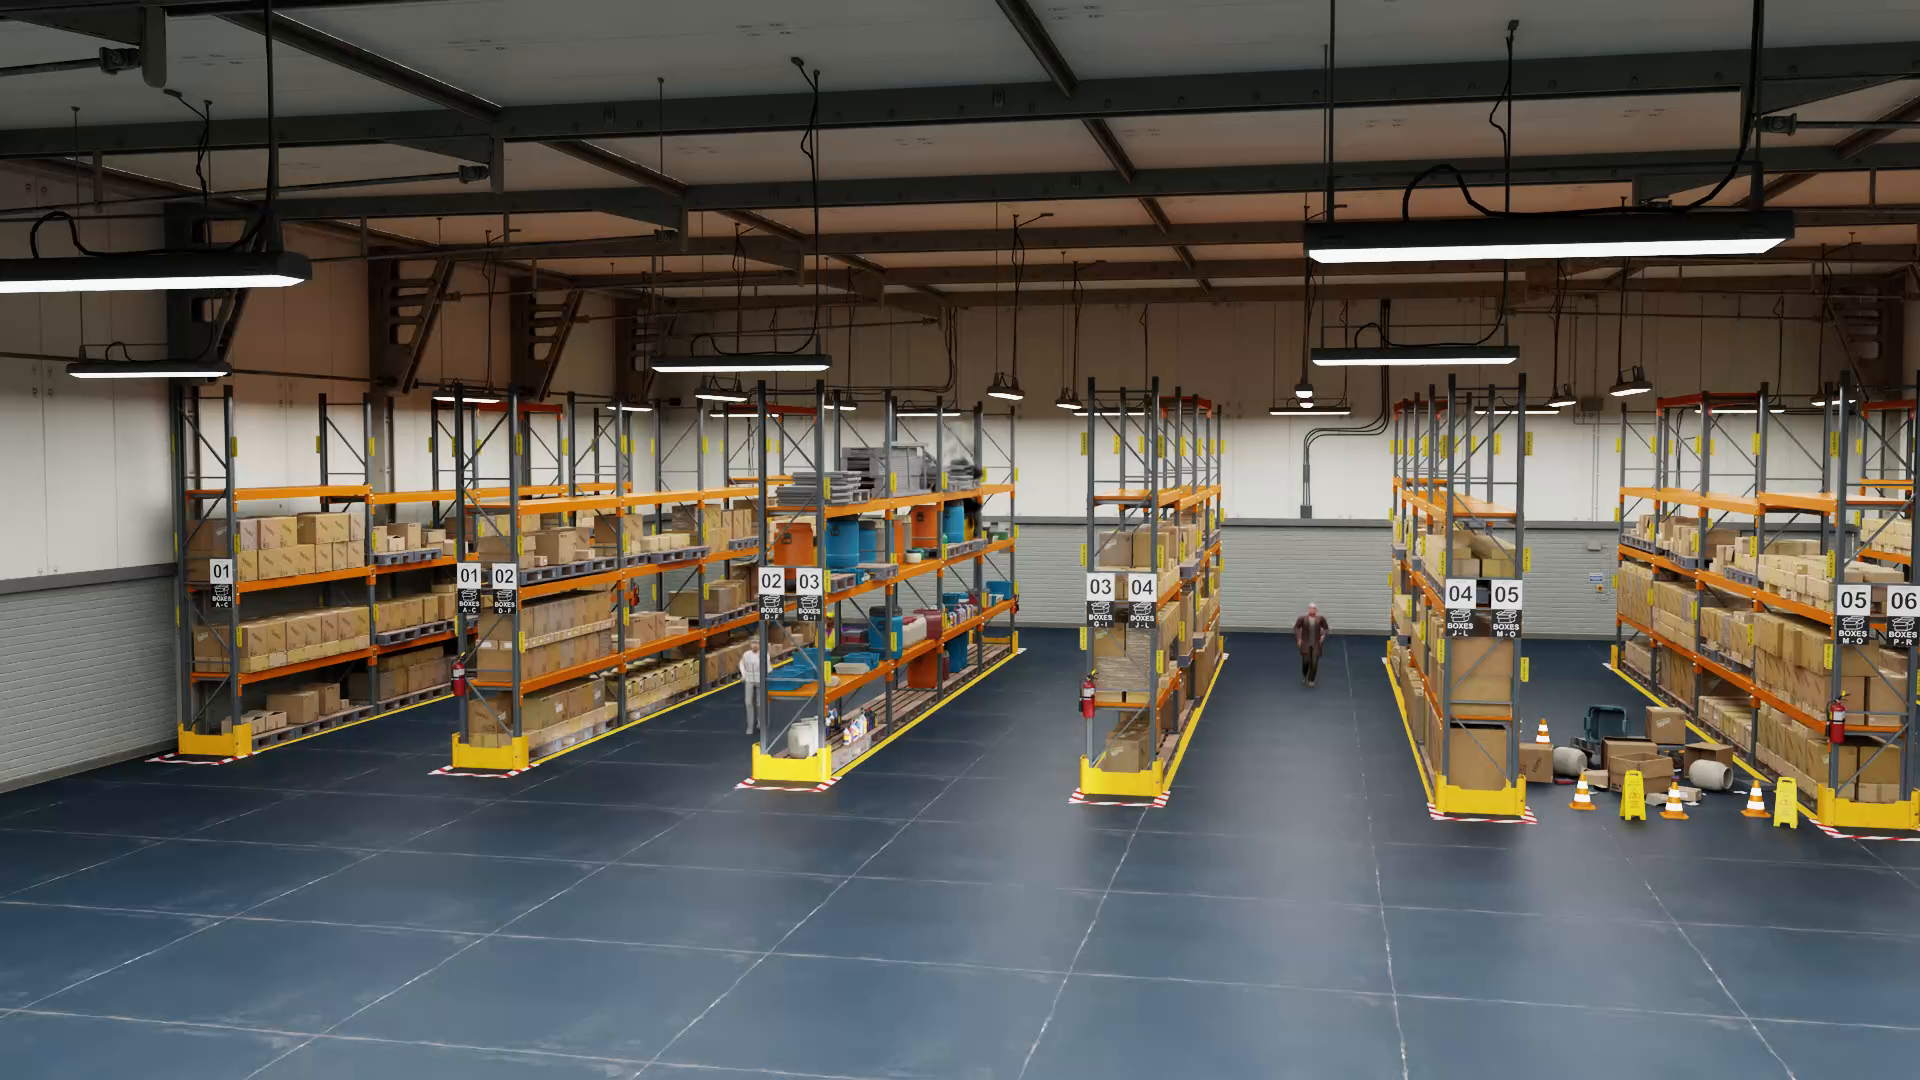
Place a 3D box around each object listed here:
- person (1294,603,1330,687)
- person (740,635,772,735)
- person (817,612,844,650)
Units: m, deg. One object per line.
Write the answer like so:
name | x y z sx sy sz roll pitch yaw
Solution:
person | 7.335 2.193 34.630 0.722 1.746 0.572 0 3 7
person | -3.590 2.534 29.123 0.595 1.754 0.702 0 3 1
person | -2.535 2.305 32.883 0.668 1.761 1.119 0 3 6
